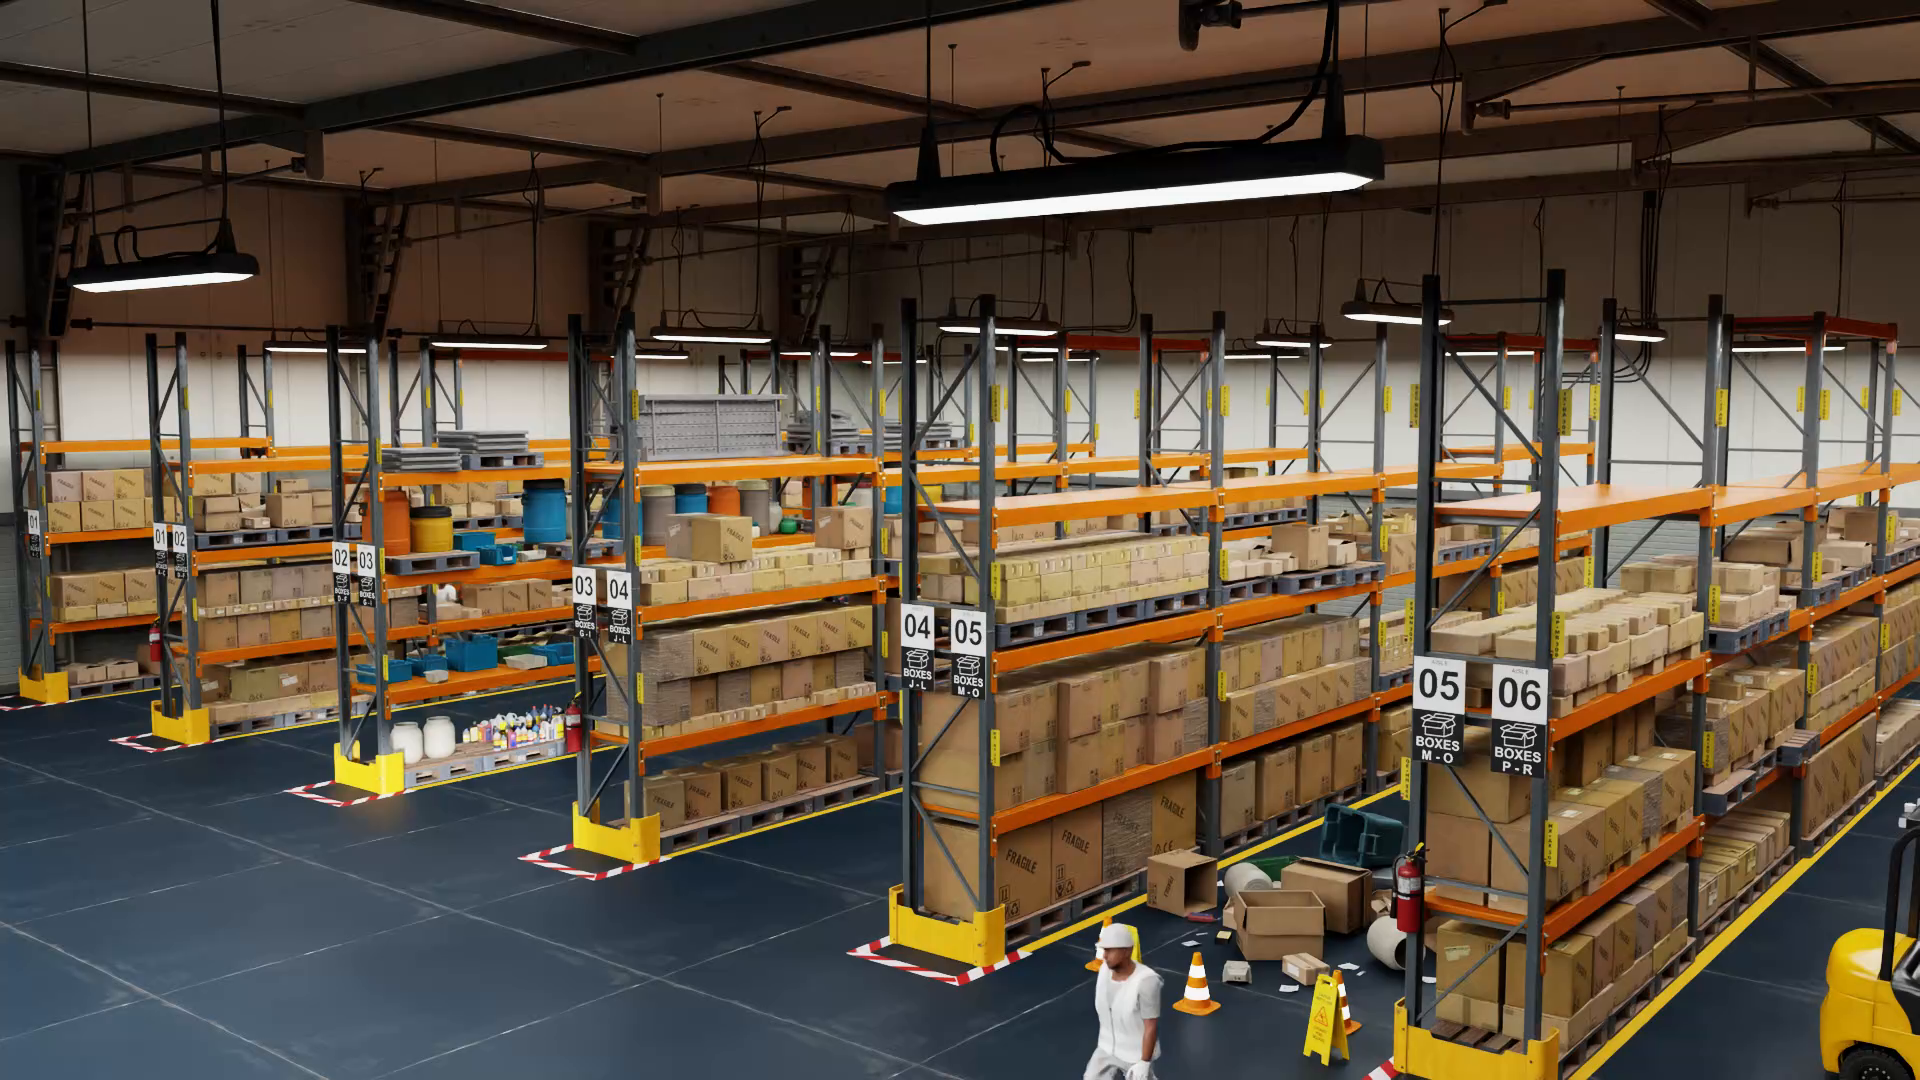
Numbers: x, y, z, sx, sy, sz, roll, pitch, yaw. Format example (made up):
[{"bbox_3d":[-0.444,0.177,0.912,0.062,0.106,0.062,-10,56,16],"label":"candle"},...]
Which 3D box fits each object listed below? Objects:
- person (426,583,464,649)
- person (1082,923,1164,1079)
[{"bbox_3d":[-9.927,1.432,31.771,0.683,1.705,1.079,3,6,29],"label":"person"},{"bbox_3d":[1.078,3.352,10.954,0.554,1.673,1.055,5,7,44],"label":"person"}]
